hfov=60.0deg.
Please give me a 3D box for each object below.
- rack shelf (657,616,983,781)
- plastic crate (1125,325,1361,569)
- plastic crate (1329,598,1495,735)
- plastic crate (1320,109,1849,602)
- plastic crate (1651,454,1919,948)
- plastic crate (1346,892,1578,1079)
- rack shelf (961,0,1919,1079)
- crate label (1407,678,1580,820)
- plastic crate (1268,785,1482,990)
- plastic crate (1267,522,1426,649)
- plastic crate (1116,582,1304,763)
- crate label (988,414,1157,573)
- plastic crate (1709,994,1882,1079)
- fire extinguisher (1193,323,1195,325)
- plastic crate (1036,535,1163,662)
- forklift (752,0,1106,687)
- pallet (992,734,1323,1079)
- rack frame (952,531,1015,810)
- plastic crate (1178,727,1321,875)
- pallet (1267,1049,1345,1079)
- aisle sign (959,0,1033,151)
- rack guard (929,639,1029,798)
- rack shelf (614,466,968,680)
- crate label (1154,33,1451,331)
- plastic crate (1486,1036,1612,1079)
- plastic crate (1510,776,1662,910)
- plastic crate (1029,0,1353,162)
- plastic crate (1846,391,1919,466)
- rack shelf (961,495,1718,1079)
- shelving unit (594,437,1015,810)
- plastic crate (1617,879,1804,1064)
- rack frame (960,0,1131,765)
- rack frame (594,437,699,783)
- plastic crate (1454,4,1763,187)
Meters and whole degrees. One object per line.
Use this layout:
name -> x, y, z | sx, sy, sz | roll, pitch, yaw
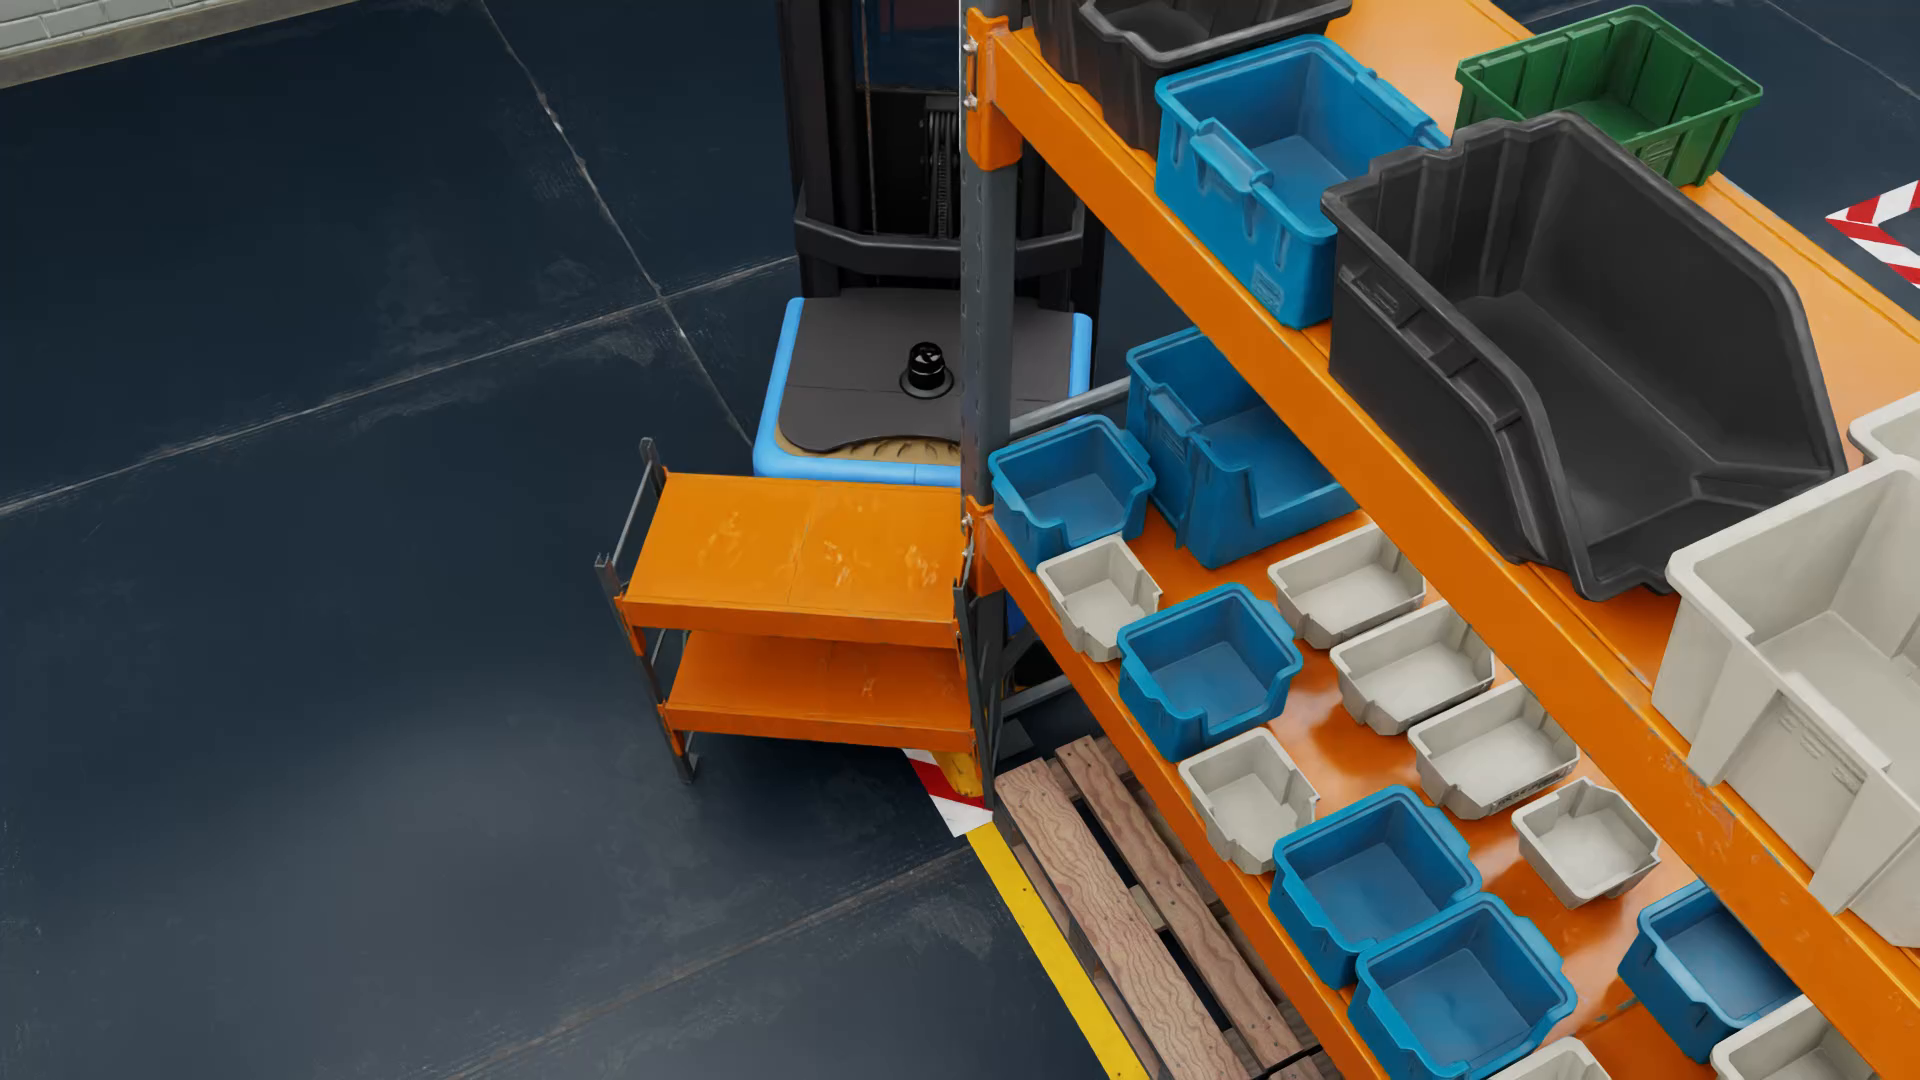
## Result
rack shelf -> -0.395, 0.436, 5.325 | 1.000, 0.278, 0.538 | 3, 50, 10
plastic crate -> 0.791, -0.293, 4.450 | 0.616, 0.435, 0.499 | -21, 52, -18
plastic crate -> 1.125, 0.328, 4.106 | 0.396, 0.136, 0.243 | -21, 52, -18
plastic crate -> 0.926, -0.271, 2.543 | 0.504, 0.338, 0.767 | -21, 52, -18
plastic crate -> 1.211, 0.220, 2.151 | 0.437, 0.282, 0.530 | -21, 52, -18
plastic crate -> 1.032, 0.975, 3.476 | 0.416, 0.233, 0.300 | -21, 52, -18
rack shelf -> 1.387, 0.167, 2.597 | 1.077, 0.370, 4.000 | -21, 52, -18
crate label -> 1.275, 0.506, 3.950 | 0.396, 0.136, 0.243 | -21, 52, -18
plastic crate -> 0.894, 0.774, 3.652 | 0.416, 0.233, 0.300 | -21, 52, -18
plastic crate -> 1.006, 0.129, 4.280 | 0.396, 0.136, 0.243 | -21, 52, -18
plastic crate -> 0.593, 0.333, 4.037 | 0.416, 0.233, 0.300 | -21, 52, -18
crate label -> 0.292, -0.107, 4.422 | 0.416, 0.233, 0.303 | -21, 52, -18
plastic crate -> 1.767, 1.190, 3.256 | 0.437, 0.282, 0.530 | -21, 52, -18
fire extinguisher -> 0.807, -0.531, 5.020 | 0.296, 0.674, 0.183 | -21, 52, -18
plastic crate -> 0.365, 0.168, 4.246 | 0.250, 0.136, 0.298 | -21, 52, -18
forklift -> -0.010, -1.573, 5.679 | 1.130, 2.935, 3.031 | 4, 49, 3
pallet -> 0.814, 1.062, 5.181 | 1.003, 0.211, 1.213 | -21, 52, -18
rack frame -> 0.083, 0.308, 5.054 | 0.032, 1.125, 0.500 | 3, 50, 10
plastic crate -> 0.675, 0.622, 3.849 | 0.250, 0.136, 0.298 | -21, 52, -18
pallet -> 1.369, 1.877, 4.468 | 1.003, 0.211, 1.213 | -21, 52, -18
aisle sign -> 0.174, -1.223, 3.600 | 0.394, 0.787, 0.004 | -21, 52, -18
rack guard -> 0.449, 0.390, 5.577 | 1.175, 0.500, 0.348 | -21, 52, -18
rack shelf -> -0.444, 0.089, 4.918 | 1.000, 0.278, 0.538 | 3, 50, 10
crate label -> 0.606, -0.631, 2.915 | 0.408, 0.251, 0.502 | -21, 52, -18
plastic crate -> 1.238, 1.261, 3.290 | 0.293, 0.136, 0.466 | -21, 52, -18
plastic crate -> 1.427, 0.698, 3.782 | 0.298, 0.136, 0.250 | -21, 52, -18
plastic crate -> 0.400, -1.012, 3.236 | 0.497, 0.269, 0.590 | -21, 52, -18
plastic crate -> 1.638, -0.025, 2.461 | 0.437, 0.136, 0.530 | -21, 52, -18
rack shelf -> 1.387, 1.154, 3.726 | 1.077, 0.370, 4.000 | -21, 52, -18
shelving unit -> -0.417, 0.278, 5.140 | 1.048, 1.125, 0.538 | 3, 50, 10
plastic crate -> 1.639, 0.900, 3.541 | 0.416, 0.233, 0.300 | -21, 52, -18
rack frame -> 0.472, -0.421, 4.626 | 1.000, 3.000, 0.127 | -21, 52, -18
rack frame -> -0.918, 0.249, 5.225 | 0.032, 1.125, 0.500 | 3, 50, 10
plastic crate -> 1.177, -0.777, 3.085 | 0.450, 0.188, 0.336 | -21, 52, -18
